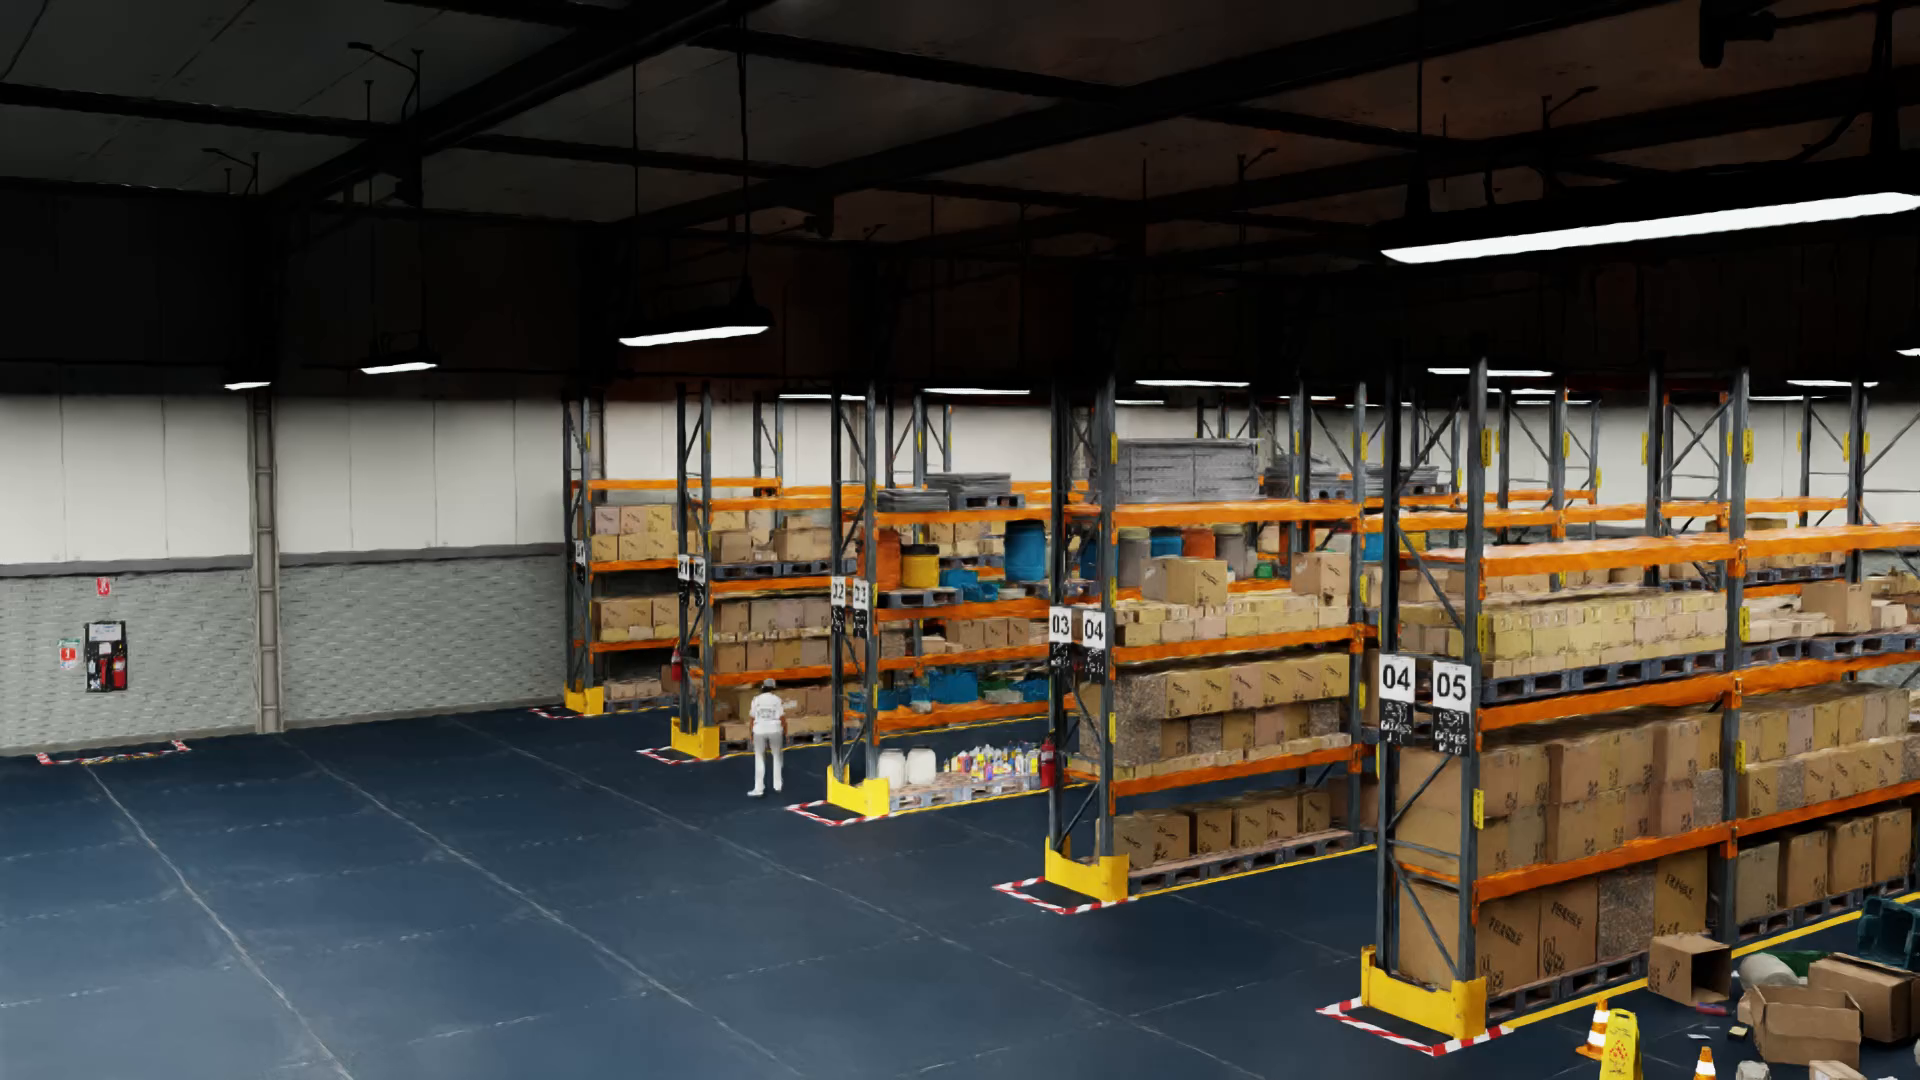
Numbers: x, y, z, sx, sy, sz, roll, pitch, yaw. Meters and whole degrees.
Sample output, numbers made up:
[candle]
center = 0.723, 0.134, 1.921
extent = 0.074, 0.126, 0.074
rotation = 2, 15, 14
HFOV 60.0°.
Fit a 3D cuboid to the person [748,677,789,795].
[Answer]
[person]
center = -2.748, 2.794, 23.834
extent = 0.597, 1.659, 0.556
rotation = 0, 4, -6
